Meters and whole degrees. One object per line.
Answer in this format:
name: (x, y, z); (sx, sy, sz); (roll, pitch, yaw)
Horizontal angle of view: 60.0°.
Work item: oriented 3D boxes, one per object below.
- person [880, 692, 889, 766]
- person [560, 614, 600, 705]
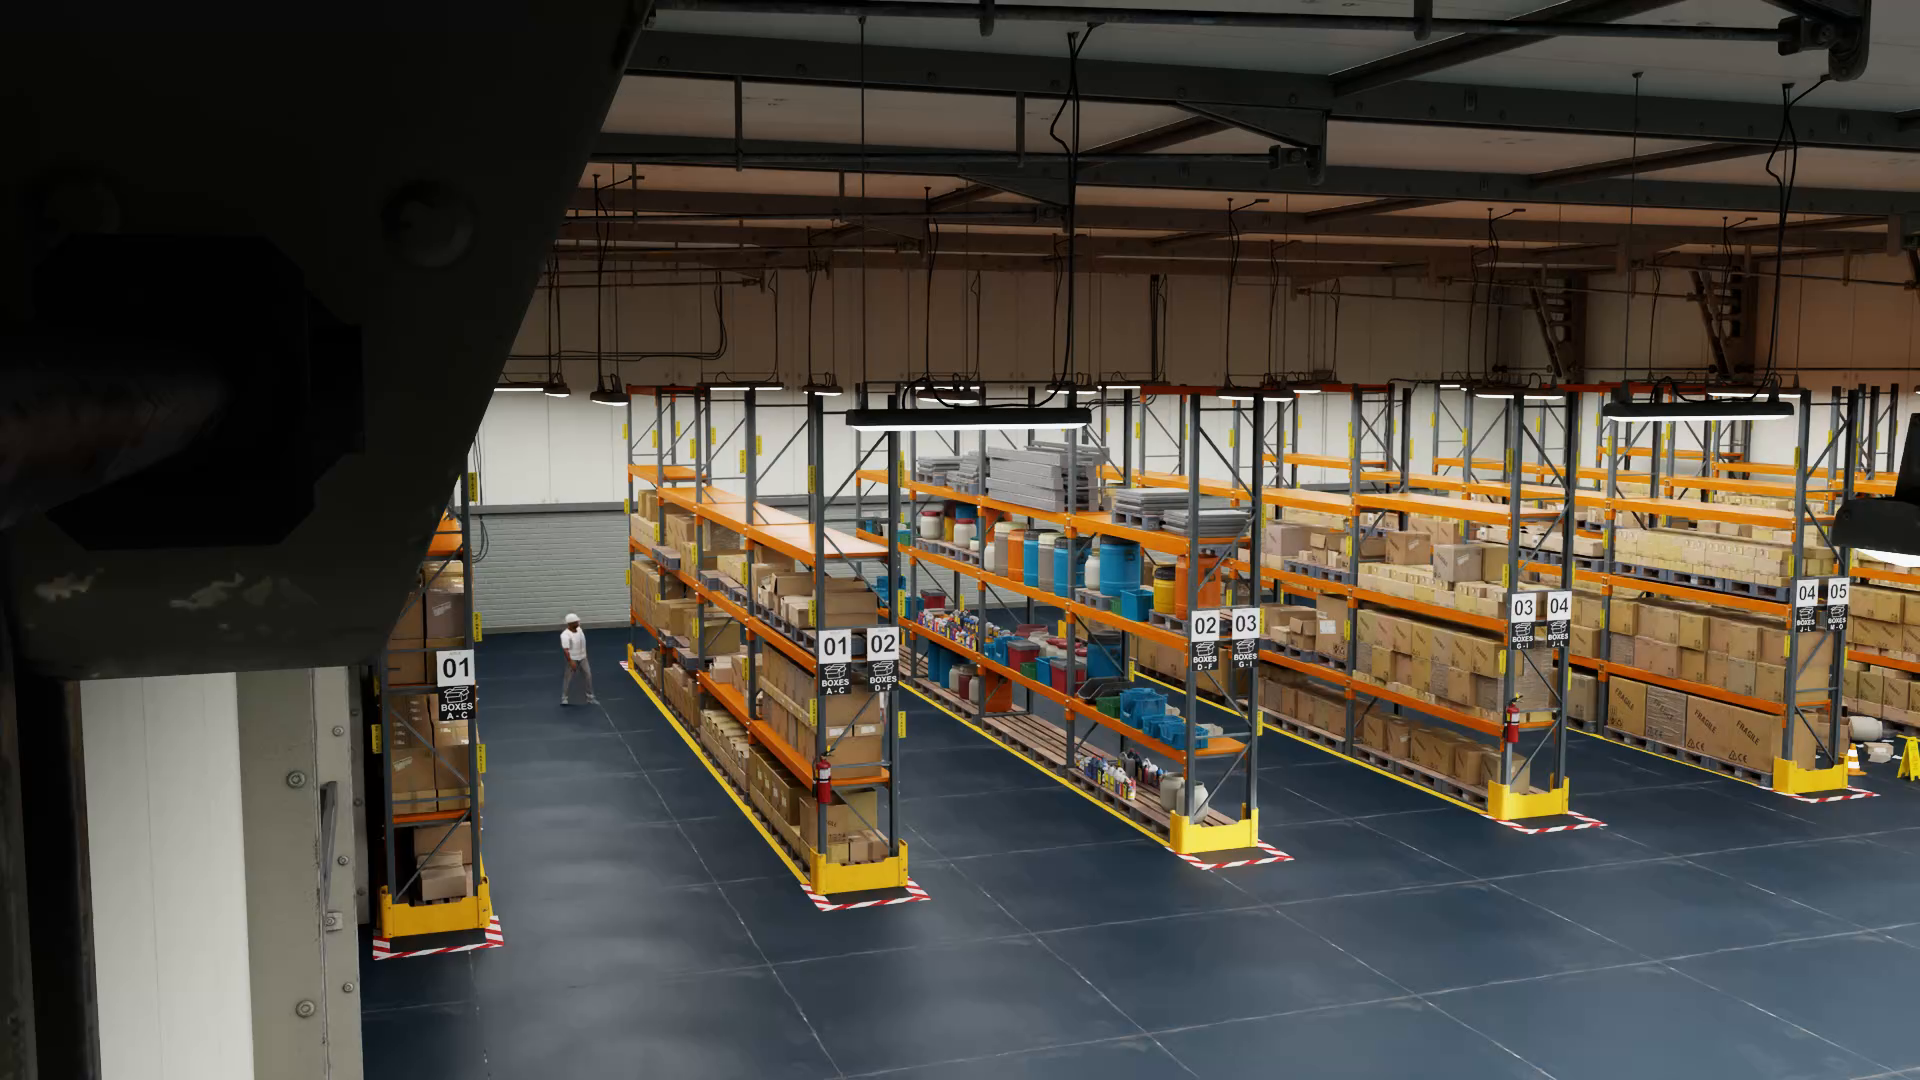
person: (-1.296, 2.827, 26.596); (0.332, 1.660, 0.500); (-2, 6, -15)
person: (-7.208, 2.267, 31.318); (0.633, 1.803, 0.706); (5, 8, 41)
